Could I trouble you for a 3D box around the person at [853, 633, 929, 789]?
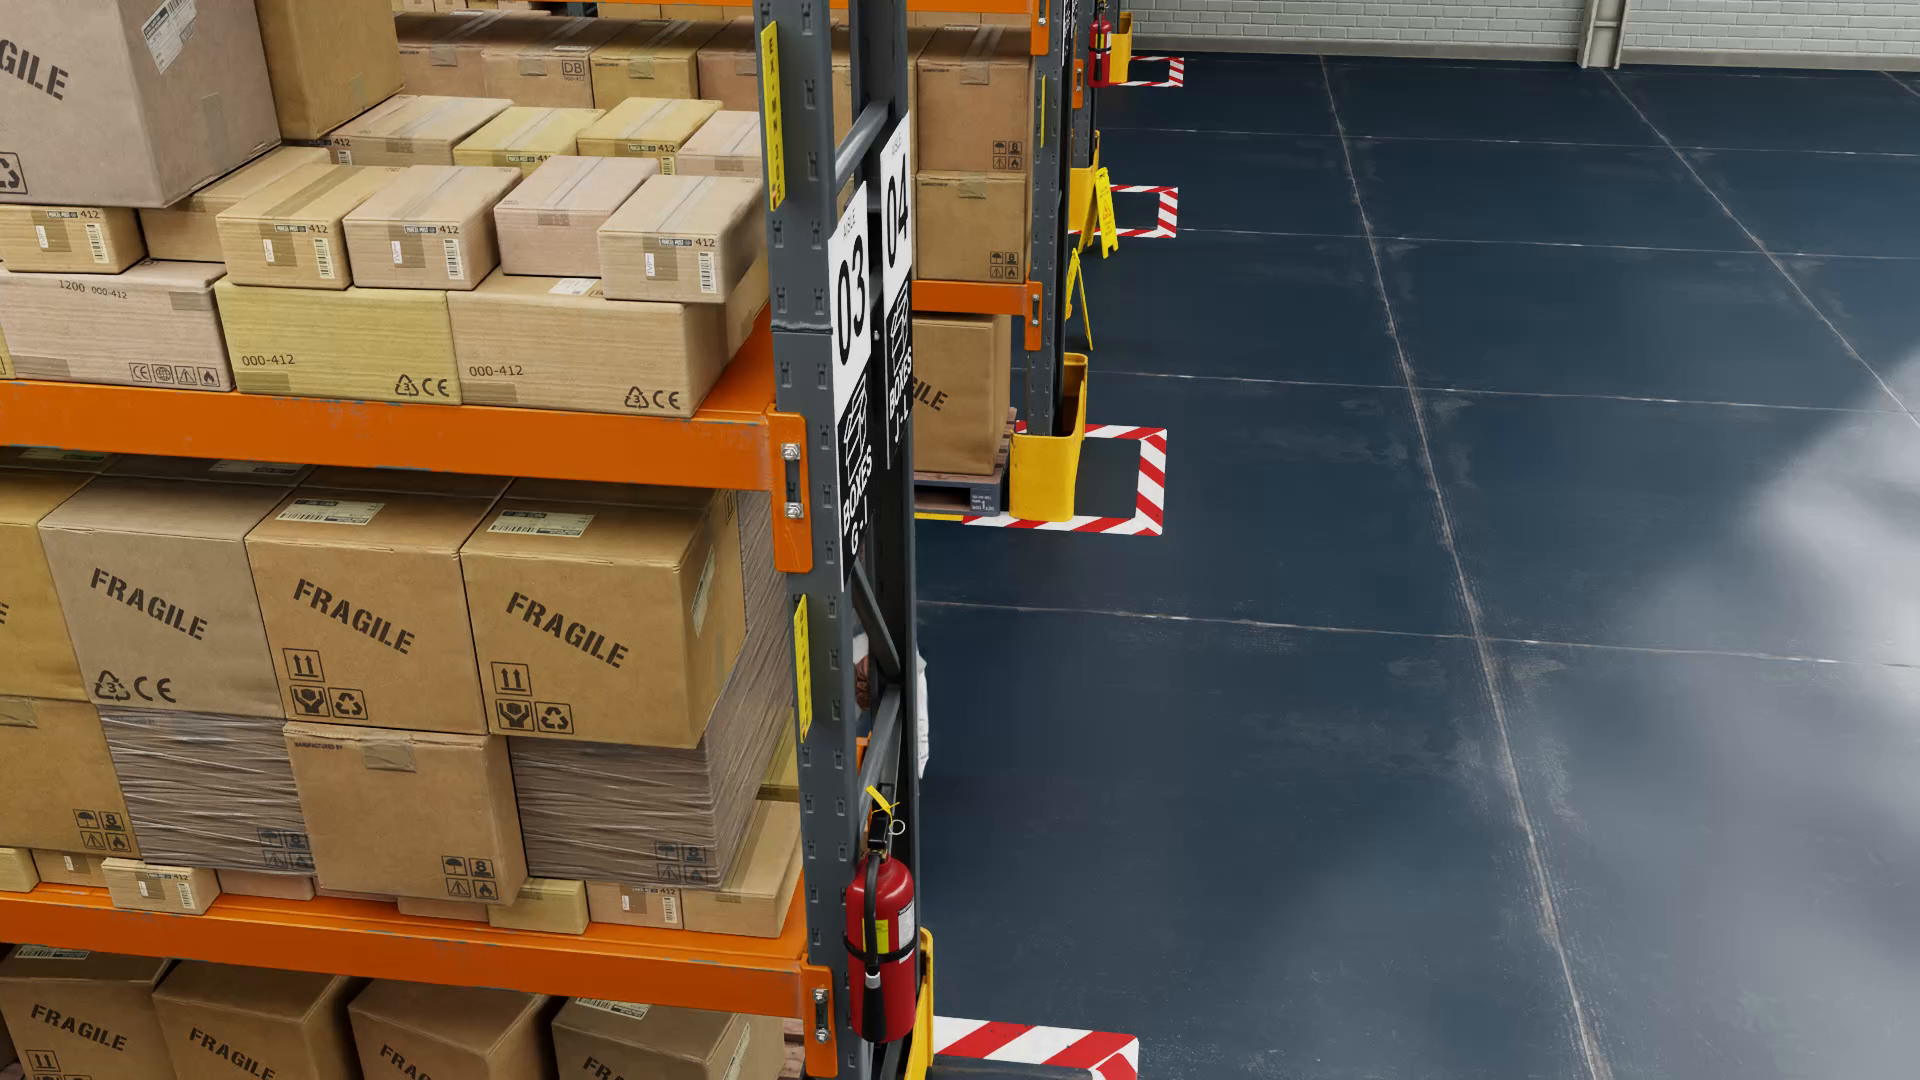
[{"bbox_3d":[-0.318,0.697,6.615,0.447,0.878,0.795,3,29,6],"label":"person"}]
